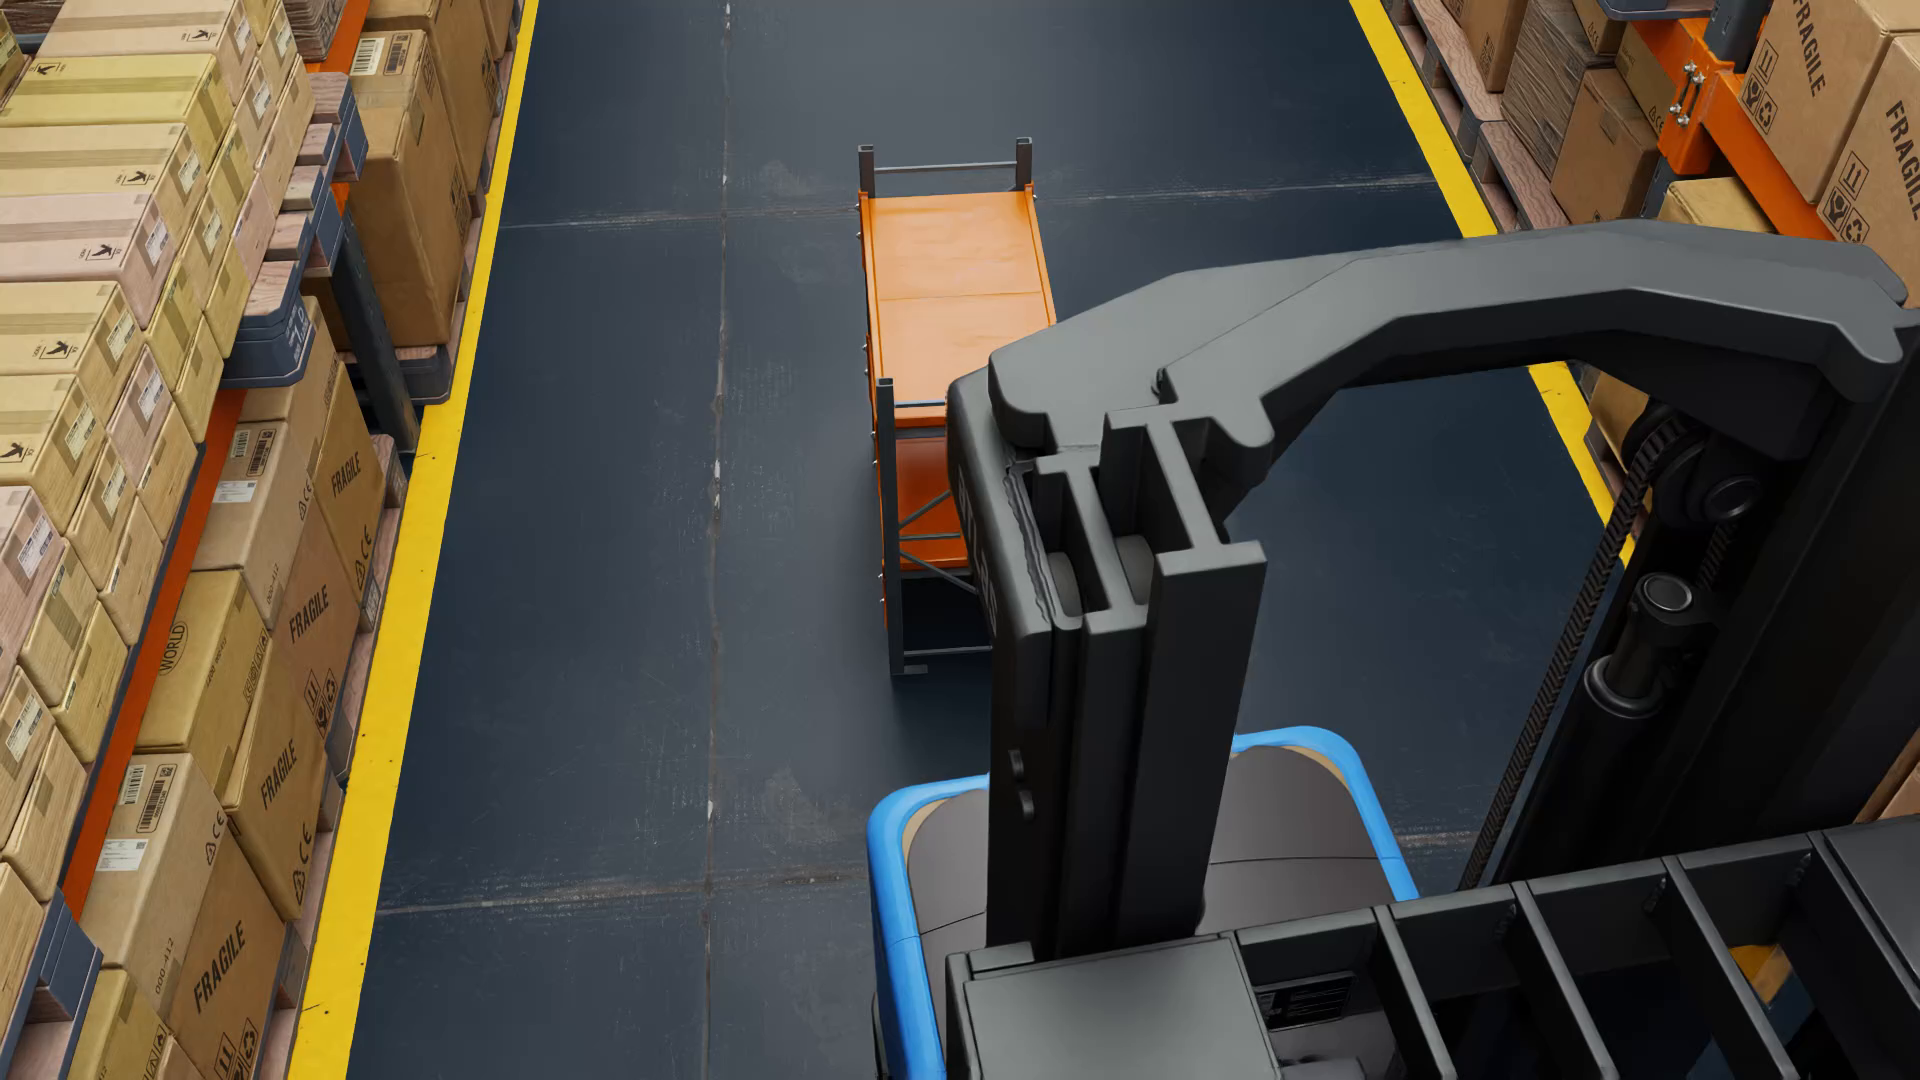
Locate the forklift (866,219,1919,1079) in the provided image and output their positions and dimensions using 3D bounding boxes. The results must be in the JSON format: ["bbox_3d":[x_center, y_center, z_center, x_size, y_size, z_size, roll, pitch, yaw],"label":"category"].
[{"bbox_3d":[0.575,1.220,2.076,1.130,2.935,3.031,-8,47,-7],"label":"forklift"}]

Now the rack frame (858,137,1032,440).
[{"bbox_3d":[-0.042,-0.750,5.185,0.500,1.125,0.032,-3,47,-3],"label":"rack frame"}]

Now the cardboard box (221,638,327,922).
[{"bbox_3d":[-1.893,0.607,4.042,0.500,0.500,0.500,-5,47,-5],"label":"cardboard box"}]

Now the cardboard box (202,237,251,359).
[{"bbox_3d":[-1.751,-0.509,3.550,0.380,0.149,0.250,-4,47,-4],"label":"cardboard box"}]

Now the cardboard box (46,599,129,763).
[{"bbox_3d":[-1.663,0.253,2.829,0.380,0.149,0.250,-4,47,-4],"label":"cardboard box"}]

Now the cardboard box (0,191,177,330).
[{"bbox_3d":[-1.729,-0.523,3.153,0.380,0.149,0.250,-3,47,-3],"label":"cardboard box"}]

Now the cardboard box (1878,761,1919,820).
[{"bbox_3d":[2.828,0.818,3.584,1.225,0.875,0.875,-5,47,-5],"label":"cardboard box"}]

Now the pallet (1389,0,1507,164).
[{"bbox_3d":[2.480,-2.042,7.038,1.003,0.211,1.213,-3,47,-3],"label":"pallet"}]

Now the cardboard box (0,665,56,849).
[{"bbox_3d":[-1.641,0.337,2.543,0.380,0.149,0.250,-2,47,-2],"label":"cardboard box"}]

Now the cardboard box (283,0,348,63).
[{"bbox_3d":[-2.077,-1.702,4.727,0.500,0.500,0.500,-3,47,-3],"label":"cardboard box"}]

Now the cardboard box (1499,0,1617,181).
[{"bbox_3d":[2.507,-1.730,6.241,0.700,0.500,0.500,-7,47,-7],"label":"cardboard box"}]

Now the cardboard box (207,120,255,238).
[{"bbox_3d":[-1.765,-0.773,3.595,0.380,0.149,0.250,-2,47,-2],"label":"cardboard box"}]

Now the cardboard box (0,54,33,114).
[{"bbox_3d":[-2.472,-1.048,4.060,0.380,0.149,0.250,-4,47,-4],"label":"cardboard box"}]

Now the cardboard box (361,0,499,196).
[{"bbox_3d":[-2.346,-1.775,6.126,1.050,0.750,0.750,-3,47,-3],"label":"cardboard box"}]

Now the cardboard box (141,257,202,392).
[{"bbox_3d":[-1.726,-0.412,3.253,0.380,0.149,0.250,-4,47,-4],"label":"cardboard box"}]

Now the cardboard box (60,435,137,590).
[{"bbox_3d":[-1.681,-0.037,2.898,0.380,0.149,0.250,-4,47,-4],"label":"cardboard box"}]

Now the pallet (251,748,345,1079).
[{"bbox_3d":[-2.145,1.079,4.083,1.003,0.211,1.213,-3,47,-3],"label":"pallet"}]

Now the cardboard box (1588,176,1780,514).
[{"bbox_3d":[2.680,-0.468,4.801,1.225,0.875,0.875,-5,47,-5],"label":"cardboard box"}]

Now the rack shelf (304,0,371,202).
[{"bbox_3d":[-2.476,-2.526,6.072,1.077,0.370,4.000,-3,47,-3],"label":"rack shelf"}]

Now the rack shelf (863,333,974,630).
[{"bbox_3d":[0.001,-0.214,5.014,0.538,0.278,1.000,-3,47,-3],"label":"rack shelf"}]

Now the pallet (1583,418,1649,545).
[{"bbox_3d":[2.634,-0.021,5.124,1.003,0.211,1.213,-3,47,-3],"label":"pallet"}]

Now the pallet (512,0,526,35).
[{"bbox_3d":[-2.504,-2.708,7.669,1.003,0.211,1.213,-3,47,-3],"label":"pallet"}]

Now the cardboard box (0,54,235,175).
[{"bbox_3d":[-1.770,-0.891,3.502,0.380,0.149,0.250,-2,47,-2],"label":"cardboard box"}]

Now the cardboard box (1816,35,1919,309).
[{"bbox_3d":[2.458,-0.848,3.918,0.500,0.500,0.500,-5,47,-4],"label":"cardboard box"}]

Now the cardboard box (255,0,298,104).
[{"bbox_3d":[-1.813,-1.157,3.958,0.380,0.149,0.250,-3,47,-2],"label":"cardboard box"}]

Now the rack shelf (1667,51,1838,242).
[{"bbox_3d":[2.810,0.140,3.547,1.077,0.370,4.000,-3,47,-3],"label":"rack shelf"}]

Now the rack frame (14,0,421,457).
[{"bbox_3d":[-2.308,-1.326,4.440,1.000,3.000,0.127,-3,47,-3],"label":"rack frame"}]

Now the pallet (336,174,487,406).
[{"bbox_3d":[-2.299,-0.942,5.997,1.003,0.211,1.213,-3,47,-3],"label":"pallet"}]

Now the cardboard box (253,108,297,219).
[{"bbox_3d":[-1.790,-0.875,3.897,0.380,0.149,0.250,-4,47,-3],"label":"cardboard box"}]

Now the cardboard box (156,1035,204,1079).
[{"bbox_3d":[-1.817,1.350,3.338,0.500,0.500,0.500,-2,47,-1],"label":"cardboard box"}]

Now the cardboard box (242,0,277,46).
[{"bbox_3d":[-1.811,-1.262,3.853,0.380,0.149,0.250,-5,47,-5],"label":"cardboard box"}]

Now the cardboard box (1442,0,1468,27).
[{"bbox_3d":[2.406,-2.544,7.012,0.700,0.500,0.500,-7,47,-7],"label":"cardboard box"}]

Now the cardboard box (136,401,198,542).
[{"bbox_3d":[-1.707,-0.127,3.188,0.380,0.149,0.250,-2,47,-2],"label":"cardboard box"}]

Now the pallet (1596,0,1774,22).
[{"bbox_3d":[2.477,-1.998,5.208,1.213,0.211,1.003,-3,47,-3],"label":"pallet"}]

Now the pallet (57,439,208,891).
[{"bbox_3d":[-2.102,0.170,3.156,1.003,0.211,1.213,-3,47,-3],"label":"pallet"}]

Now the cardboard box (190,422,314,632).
[{"bbox_3d":[-1.937,-0.025,4.124,0.500,0.250,0.500,-3,47,-3],"label":"cardboard box"}]

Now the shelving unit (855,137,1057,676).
[{"bbox_3d":[0.001,-0.382,4.837,0.538,1.125,1.048,-3,47,-3],"label":"shelving unit"}]

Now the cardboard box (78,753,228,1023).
[{"bbox_3d":[-1.857,0.720,3.418,0.500,0.250,0.500,-2,47,-2],"label":"cardboard box"}]

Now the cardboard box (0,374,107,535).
[{"bbox_3d":[-1.684,-0.138,2.789,0.380,0.149,0.250,-2,47,-2],"label":"cardboard box"}]

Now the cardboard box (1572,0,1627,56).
[{"bbox_3d":[2.502,-1.970,5.952,0.500,0.250,0.500,1,47,1],"label":"cardboard box"}]

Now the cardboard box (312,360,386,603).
[{"bbox_3d":[-1.993,-0.151,4.759,0.500,0.500,0.500,-4,47,-3],"label":"cardboard box"}]

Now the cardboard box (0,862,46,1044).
[{"bbox_3d":[-1.614,0.634,2.467,0.380,0.149,0.250,-3,47,-3],"label":"cardboard box"}]

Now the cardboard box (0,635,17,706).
[{"bbox_3d":[-1.637,0.239,2.431,0.380,0.149,0.250,-4,47,-4],"label":"cardboard box"}]
